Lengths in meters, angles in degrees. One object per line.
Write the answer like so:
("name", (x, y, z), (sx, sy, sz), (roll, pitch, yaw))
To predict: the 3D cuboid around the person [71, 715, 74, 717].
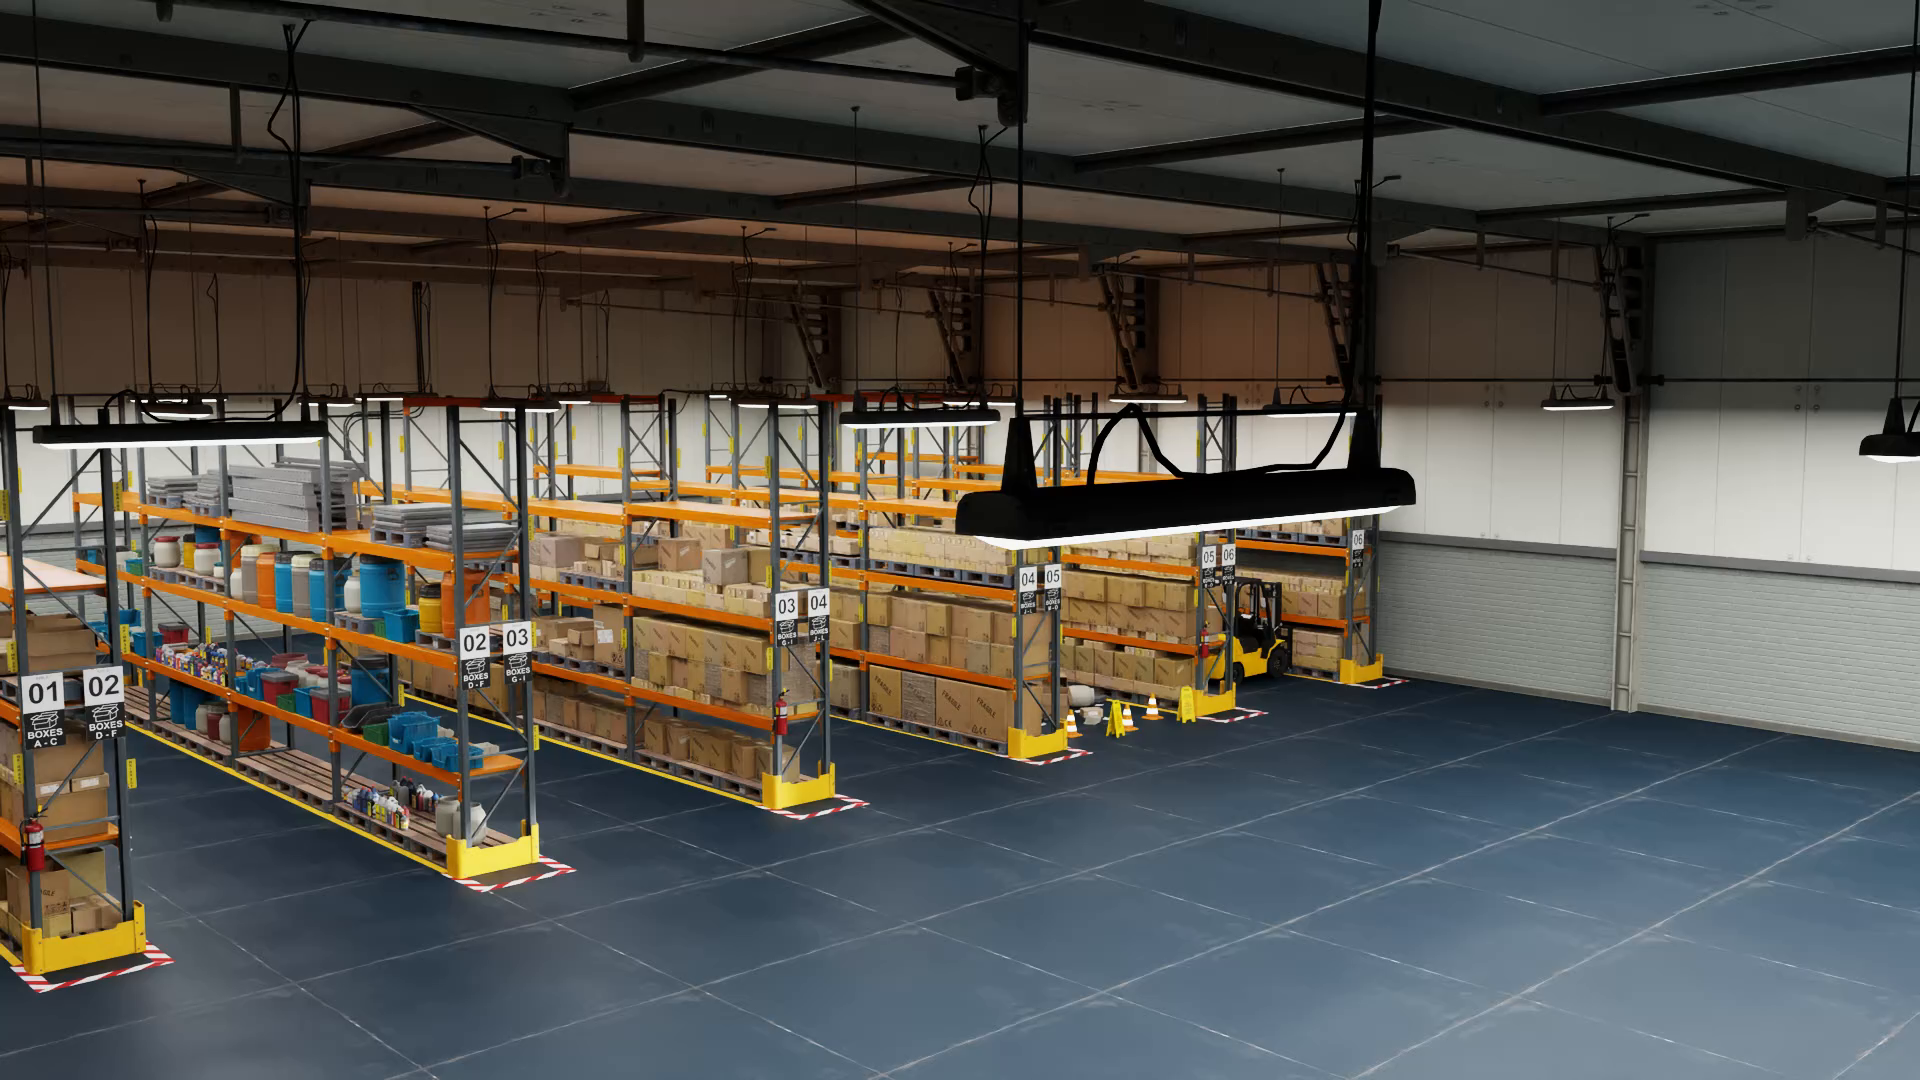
("person", (-16.827, 2.485, 30.993), (0.608, 1.730, 0.616), (1, 6, 14))
